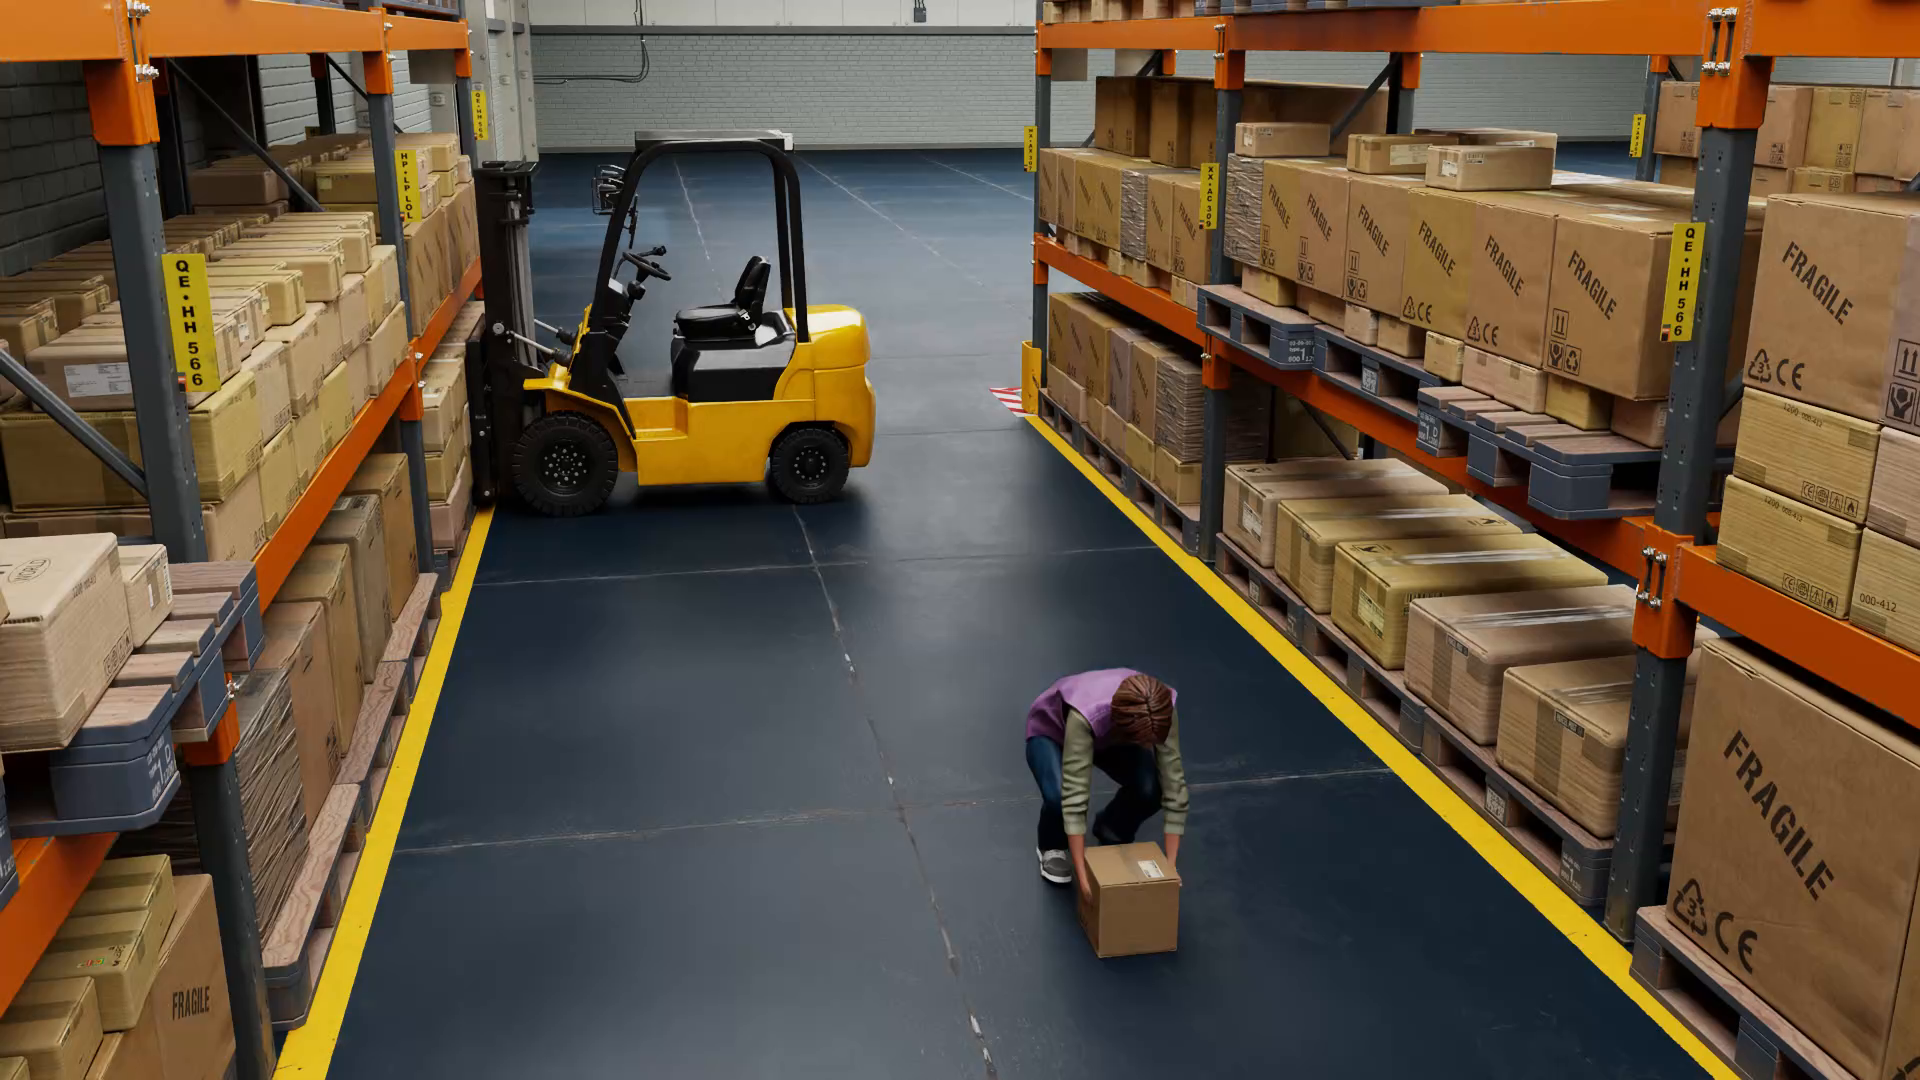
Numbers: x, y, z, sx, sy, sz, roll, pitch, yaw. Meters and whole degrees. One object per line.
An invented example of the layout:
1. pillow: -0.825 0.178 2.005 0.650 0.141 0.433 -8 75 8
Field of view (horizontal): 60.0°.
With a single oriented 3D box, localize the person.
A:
1. person: 0.465 0.767 5.429 0.442 0.776 0.800 -3 17 -10
